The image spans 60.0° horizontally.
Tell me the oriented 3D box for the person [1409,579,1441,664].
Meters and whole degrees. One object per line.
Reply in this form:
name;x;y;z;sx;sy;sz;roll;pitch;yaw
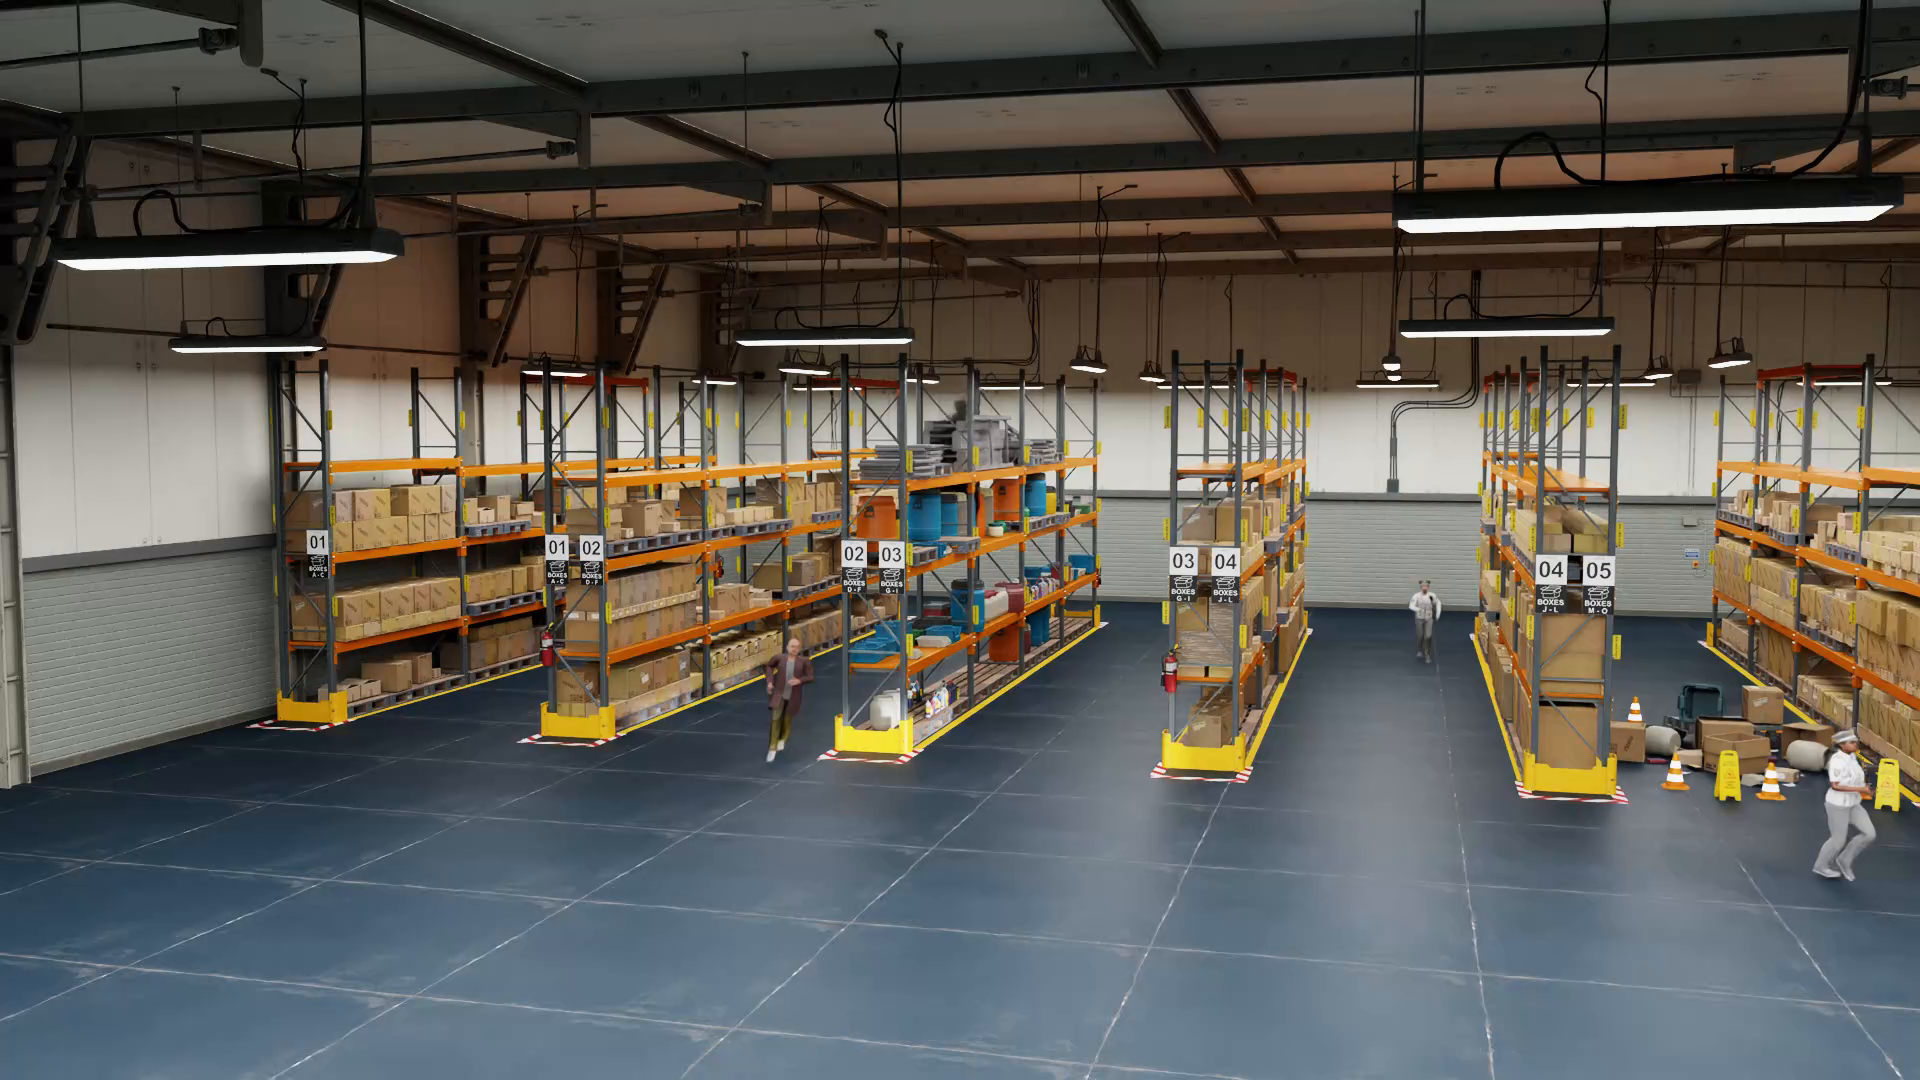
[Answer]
person;9.652;1.691;34.532;0.631;1.770;0.739;1;4;14

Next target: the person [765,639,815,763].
person;-2.535;2.353;24.794;0.737;1.784;0.980;0;4;-4

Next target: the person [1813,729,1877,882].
person;9.620;2.873;17.993;0.542;1.690;0.671;-3;5;-34
